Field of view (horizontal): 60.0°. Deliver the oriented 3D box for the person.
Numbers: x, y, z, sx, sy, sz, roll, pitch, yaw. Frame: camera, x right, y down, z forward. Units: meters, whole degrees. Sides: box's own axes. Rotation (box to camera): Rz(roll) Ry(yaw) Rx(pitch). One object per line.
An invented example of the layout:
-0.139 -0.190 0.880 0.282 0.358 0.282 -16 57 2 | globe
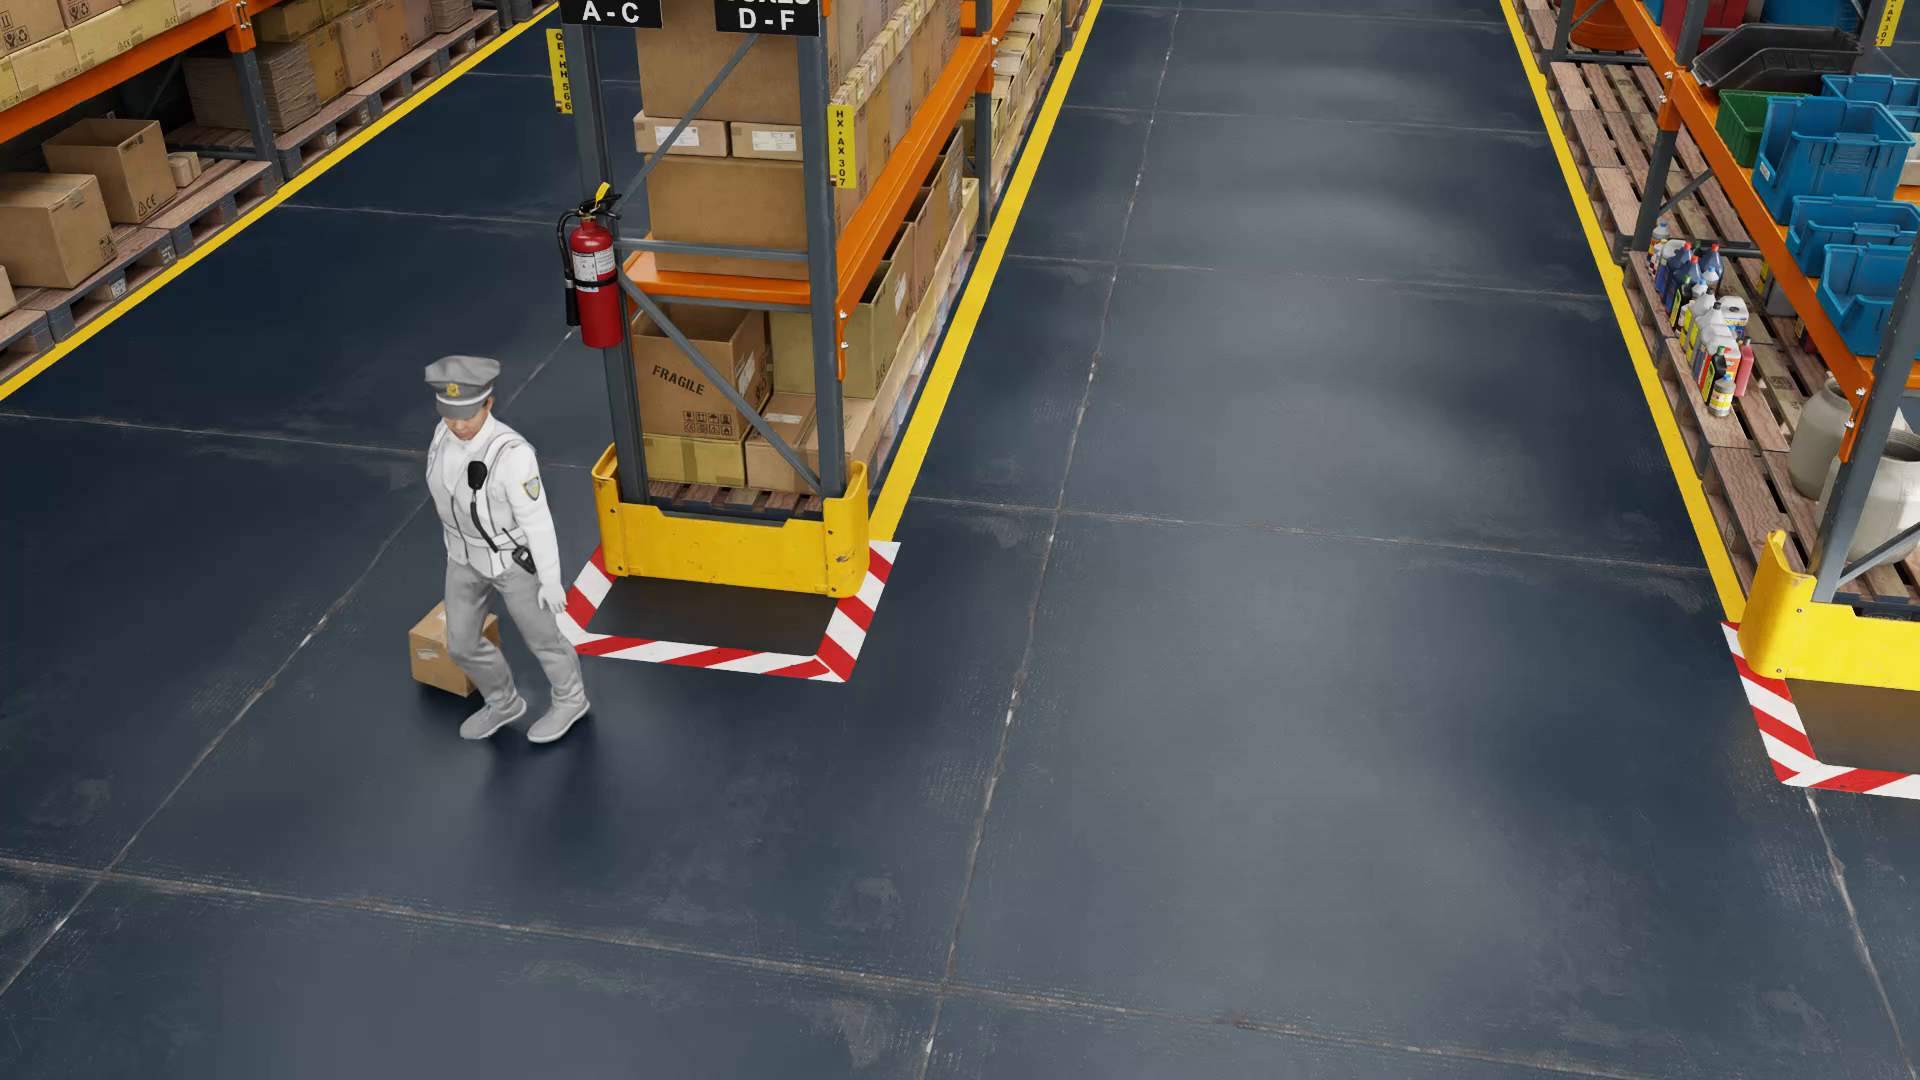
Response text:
-1.641 0.077 6.028 0.589 1.696 0.458 19 37 27 | person
